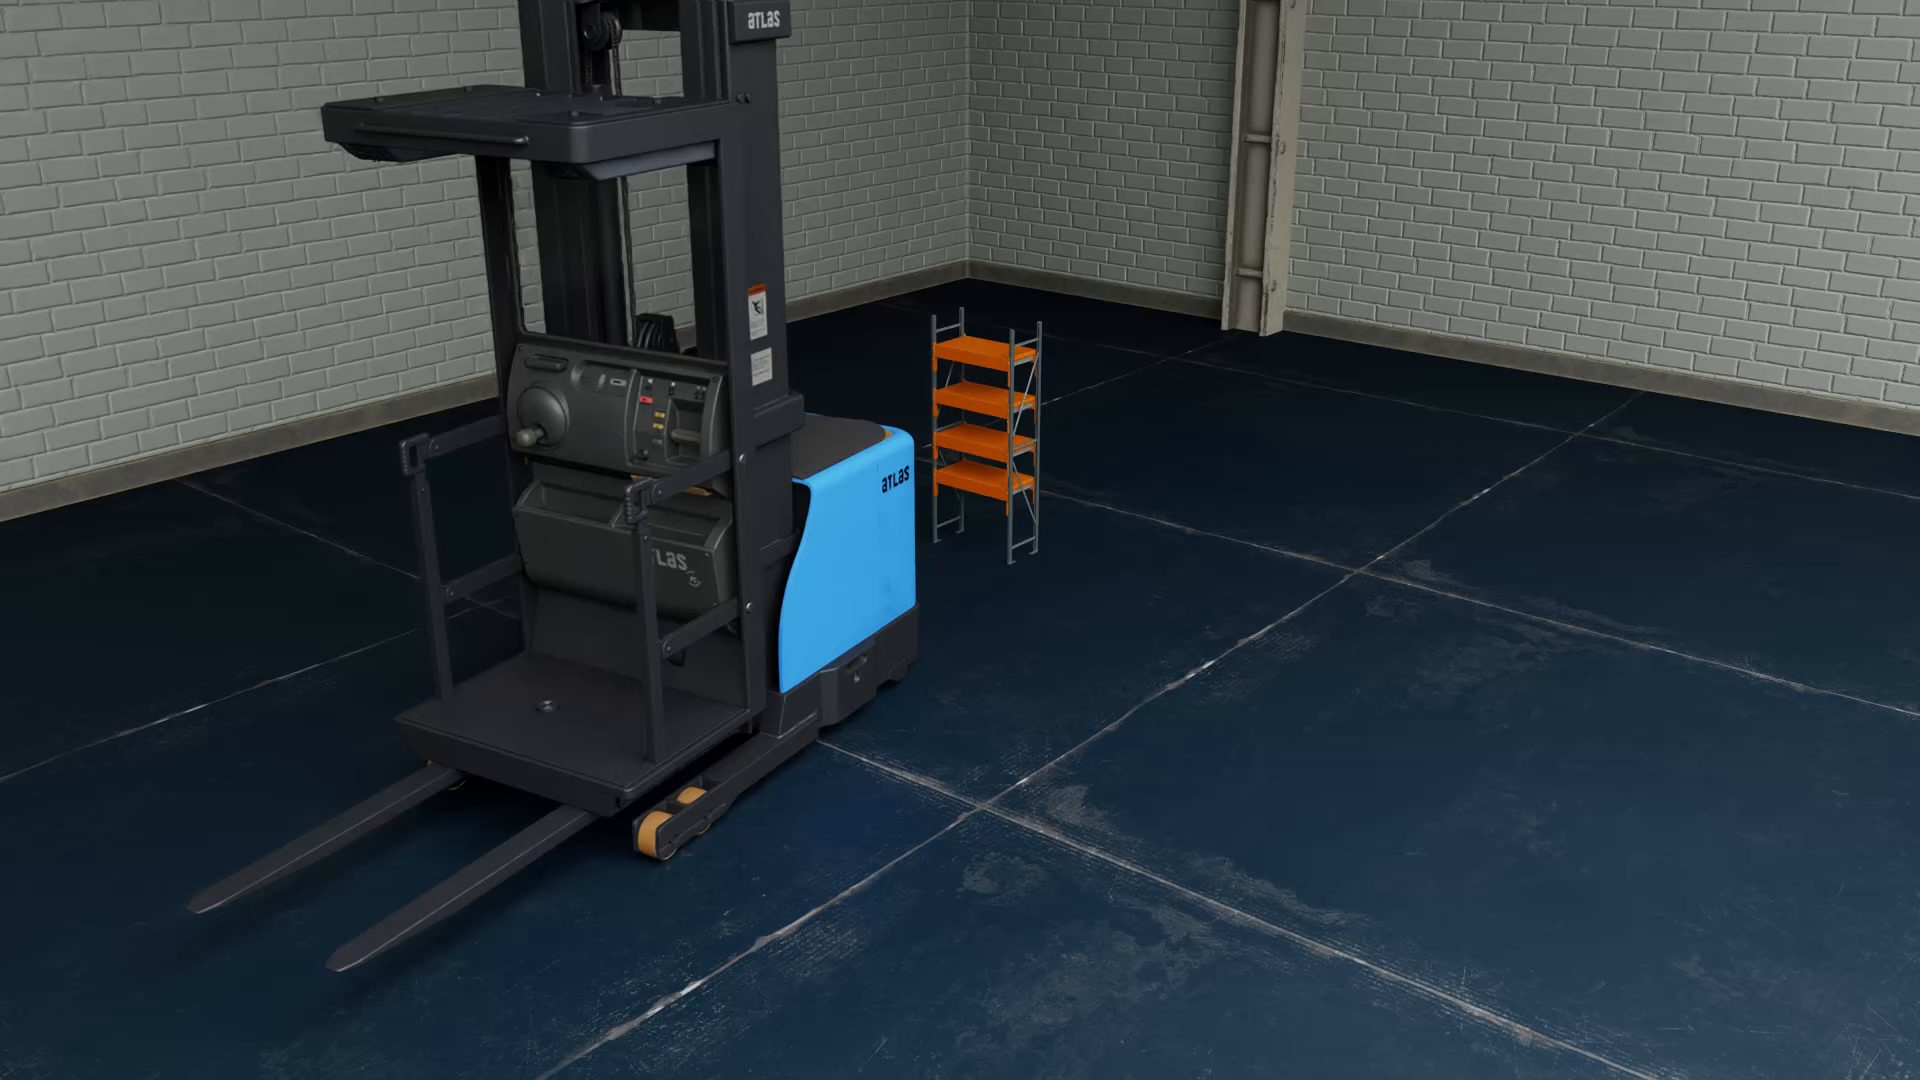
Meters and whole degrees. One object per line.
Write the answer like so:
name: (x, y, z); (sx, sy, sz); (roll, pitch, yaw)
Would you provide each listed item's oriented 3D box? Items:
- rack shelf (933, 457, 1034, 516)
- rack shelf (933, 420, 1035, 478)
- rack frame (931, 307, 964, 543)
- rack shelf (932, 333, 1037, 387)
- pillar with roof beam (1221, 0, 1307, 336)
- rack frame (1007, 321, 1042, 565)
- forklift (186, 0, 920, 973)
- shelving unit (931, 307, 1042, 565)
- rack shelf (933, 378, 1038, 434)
rack shelf: (0.128, -0.276, 8.452); (0.480, 0.148, 0.258); (16, 26, 36)
rack shelf: (0.128, -0.462, 8.382); (0.480, 0.148, 0.258); (16, 26, 36)
rack frame: (-0.061, -0.579, 8.503); (0.015, 1.200, 0.240); (16, 26, 36)
rack shelf: (0.128, -0.892, 8.220); (0.480, 0.148, 0.258); (16, 26, 36)
pillar with roof beam: (-0.427, -4.690, 8.352); (0.400, 9.000, 9.100); (16, 26, 36)
rack frame: (0.317, -0.470, 8.214); (0.015, 1.200, 0.240); (16, 26, 36)
forklift: (-1.331, -0.450, 5.708); (1.130, 2.935, 3.031); (11, 23, 27)
shelving unit: (0.128, -0.524, 8.359); (0.503, 1.200, 0.258); (16, 26, 36)
rack shelf: (0.128, -0.671, 8.303); (0.480, 0.148, 0.258); (16, 26, 36)
